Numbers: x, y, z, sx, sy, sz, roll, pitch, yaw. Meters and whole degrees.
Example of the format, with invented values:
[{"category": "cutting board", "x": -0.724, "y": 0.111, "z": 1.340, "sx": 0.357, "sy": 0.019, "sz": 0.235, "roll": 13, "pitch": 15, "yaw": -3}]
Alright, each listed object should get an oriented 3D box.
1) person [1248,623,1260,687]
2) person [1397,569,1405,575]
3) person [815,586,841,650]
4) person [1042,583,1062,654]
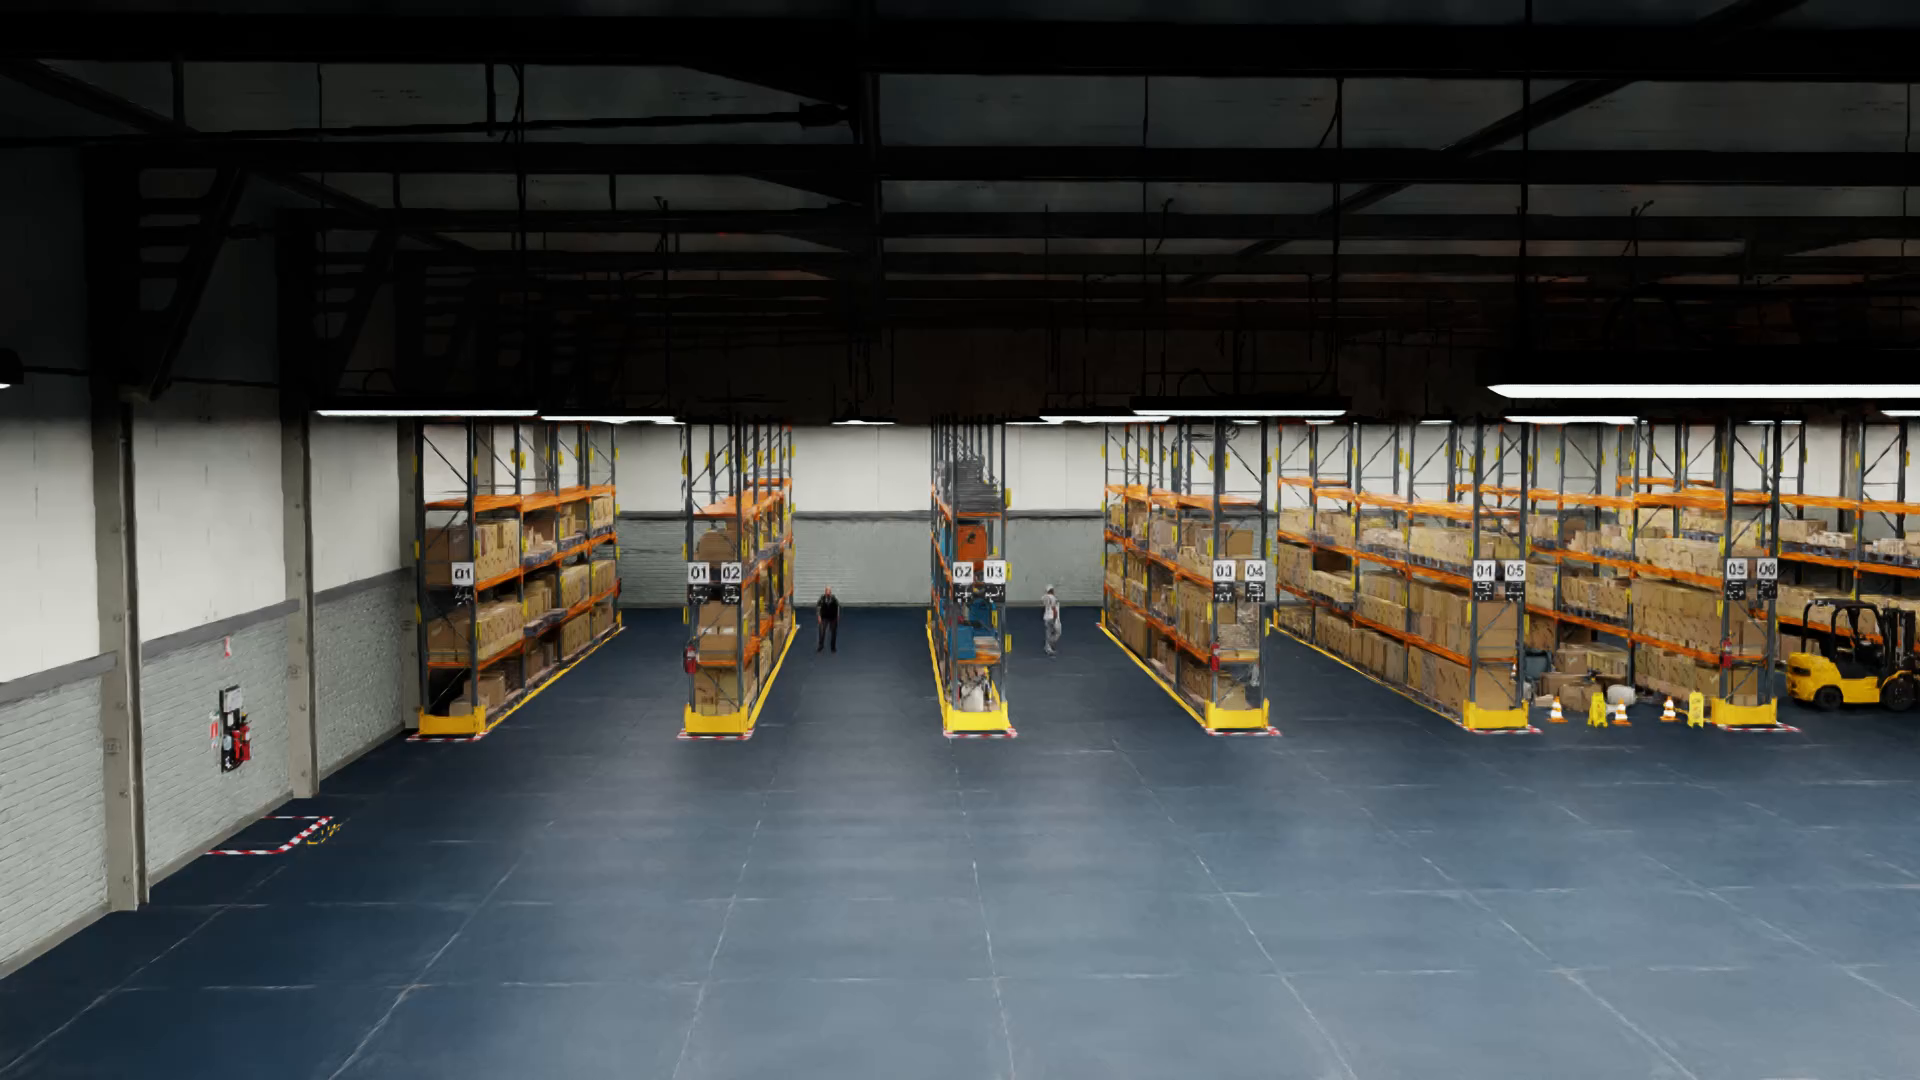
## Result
[{"category": "person", "x": 6.532, "y": 2.384, "z": 36.617, "sx": 0.420, "sy": 1.675, "sz": 0.534, "roll": -2, "pitch": 5, "yaw": -30}, {"category": "person", "x": 12.684, "y": 1.632, "z": 47.857, "sx": 0.618, "sy": 1.666, "sz": 0.576, "roll": -1, "pitch": 4, "yaw": -19}, {"category": "person", "x": -3.370, "y": 2.001, "z": 42.537, "sx": 0.677, "sy": 1.674, "sz": 0.534, "roll": 0, "pitch": 4, "yaw": -5}, {"category": "person", "x": 2.280, "y": 1.984, "z": 41.846, "sx": 0.444, "sy": 1.781, "sz": 0.604, "roll": -2, "pitch": 4, "yaw": -27}]
